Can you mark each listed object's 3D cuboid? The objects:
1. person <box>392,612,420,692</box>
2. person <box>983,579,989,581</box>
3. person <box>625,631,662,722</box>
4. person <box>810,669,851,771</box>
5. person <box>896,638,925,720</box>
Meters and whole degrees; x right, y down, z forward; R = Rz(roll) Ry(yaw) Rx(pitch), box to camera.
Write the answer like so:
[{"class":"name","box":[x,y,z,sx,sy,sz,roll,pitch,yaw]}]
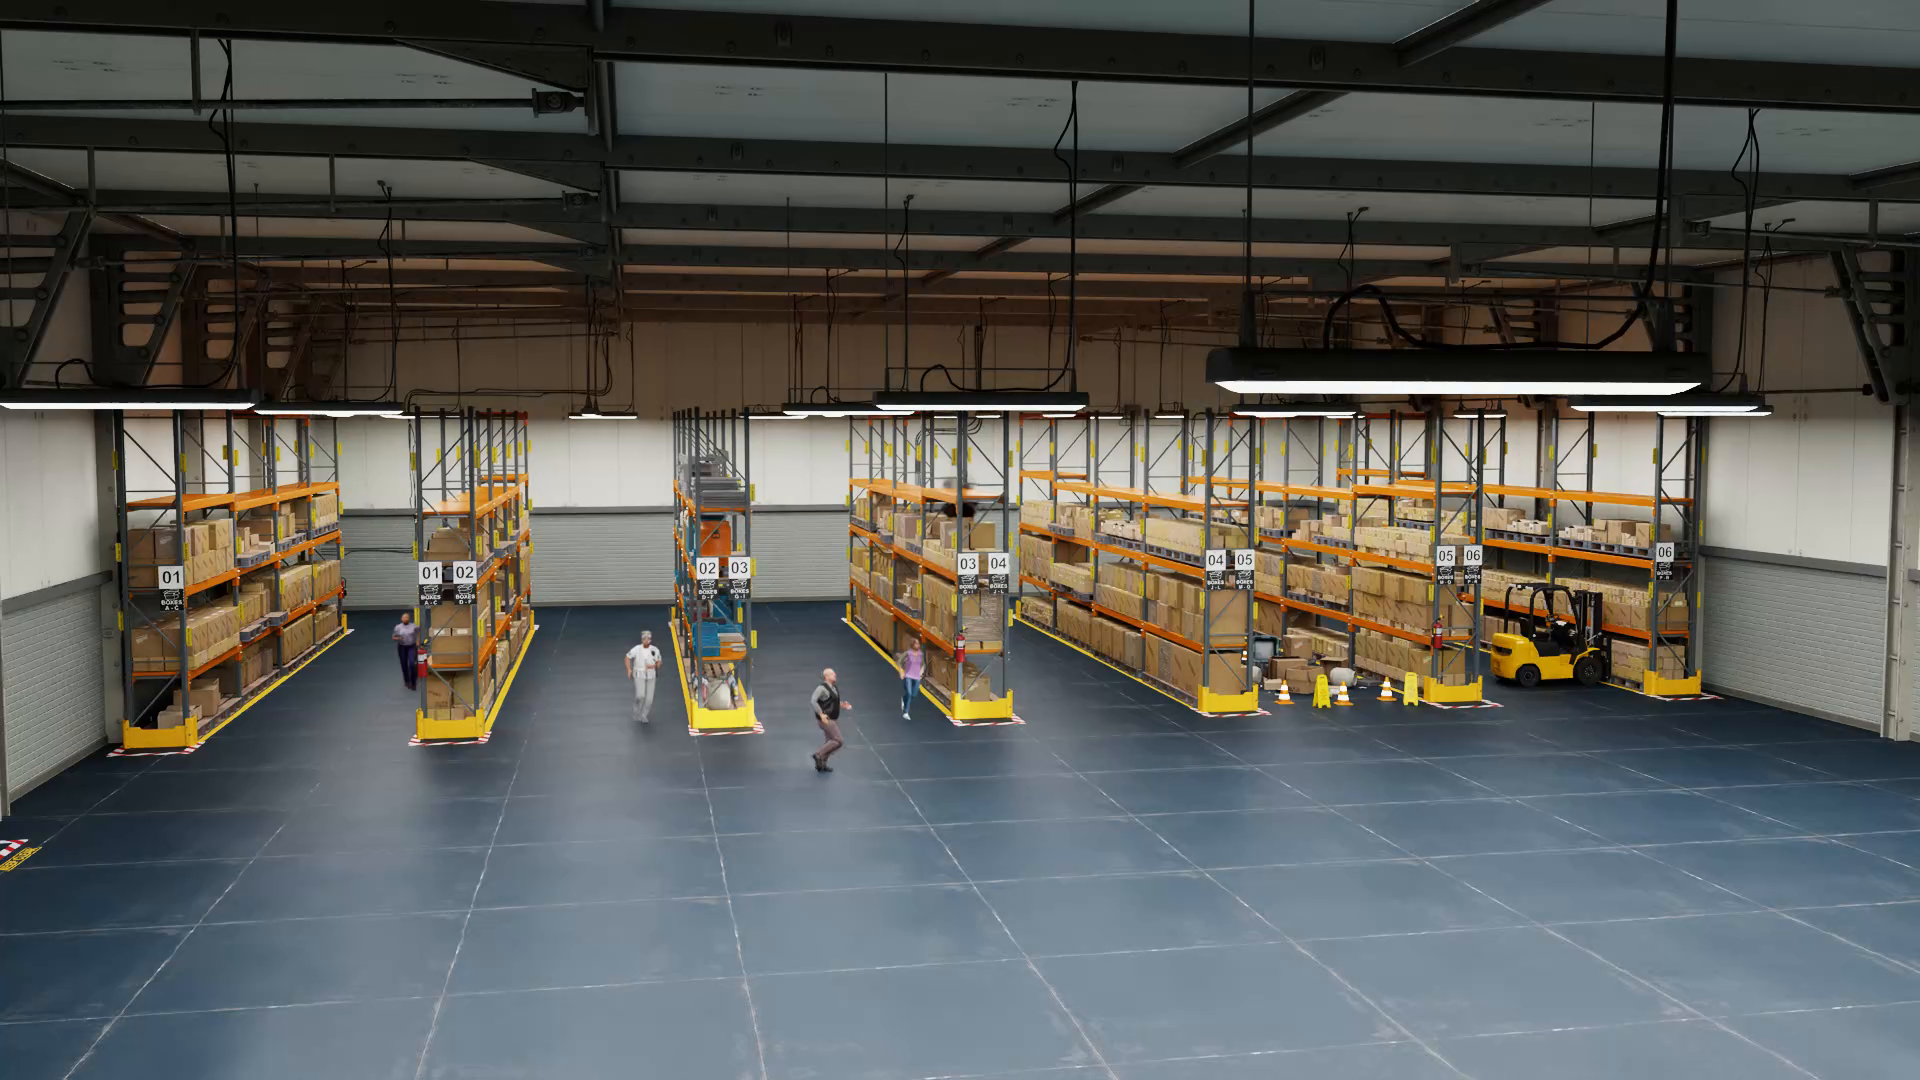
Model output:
[{"class":"person","box":[-11.805,2.401,35.517,0.583,1.689,0.746,-1,4,-12]},{"class":"person","box":[0.570,1.439,48.138,0.724,1.728,0.693,1,4,10]},{"class":"person","box":[-5.992,2.601,31.652,0.653,1.744,0.618,-2,4,-23]},{"class":"person","box":[-2.091,2.941,27.206,0.584,1.690,0.645,1,4,14]},{"class":"person","box":[-0.957,2.677,32.283,0.581,1.565,0.591,-2,4,-21]}]
